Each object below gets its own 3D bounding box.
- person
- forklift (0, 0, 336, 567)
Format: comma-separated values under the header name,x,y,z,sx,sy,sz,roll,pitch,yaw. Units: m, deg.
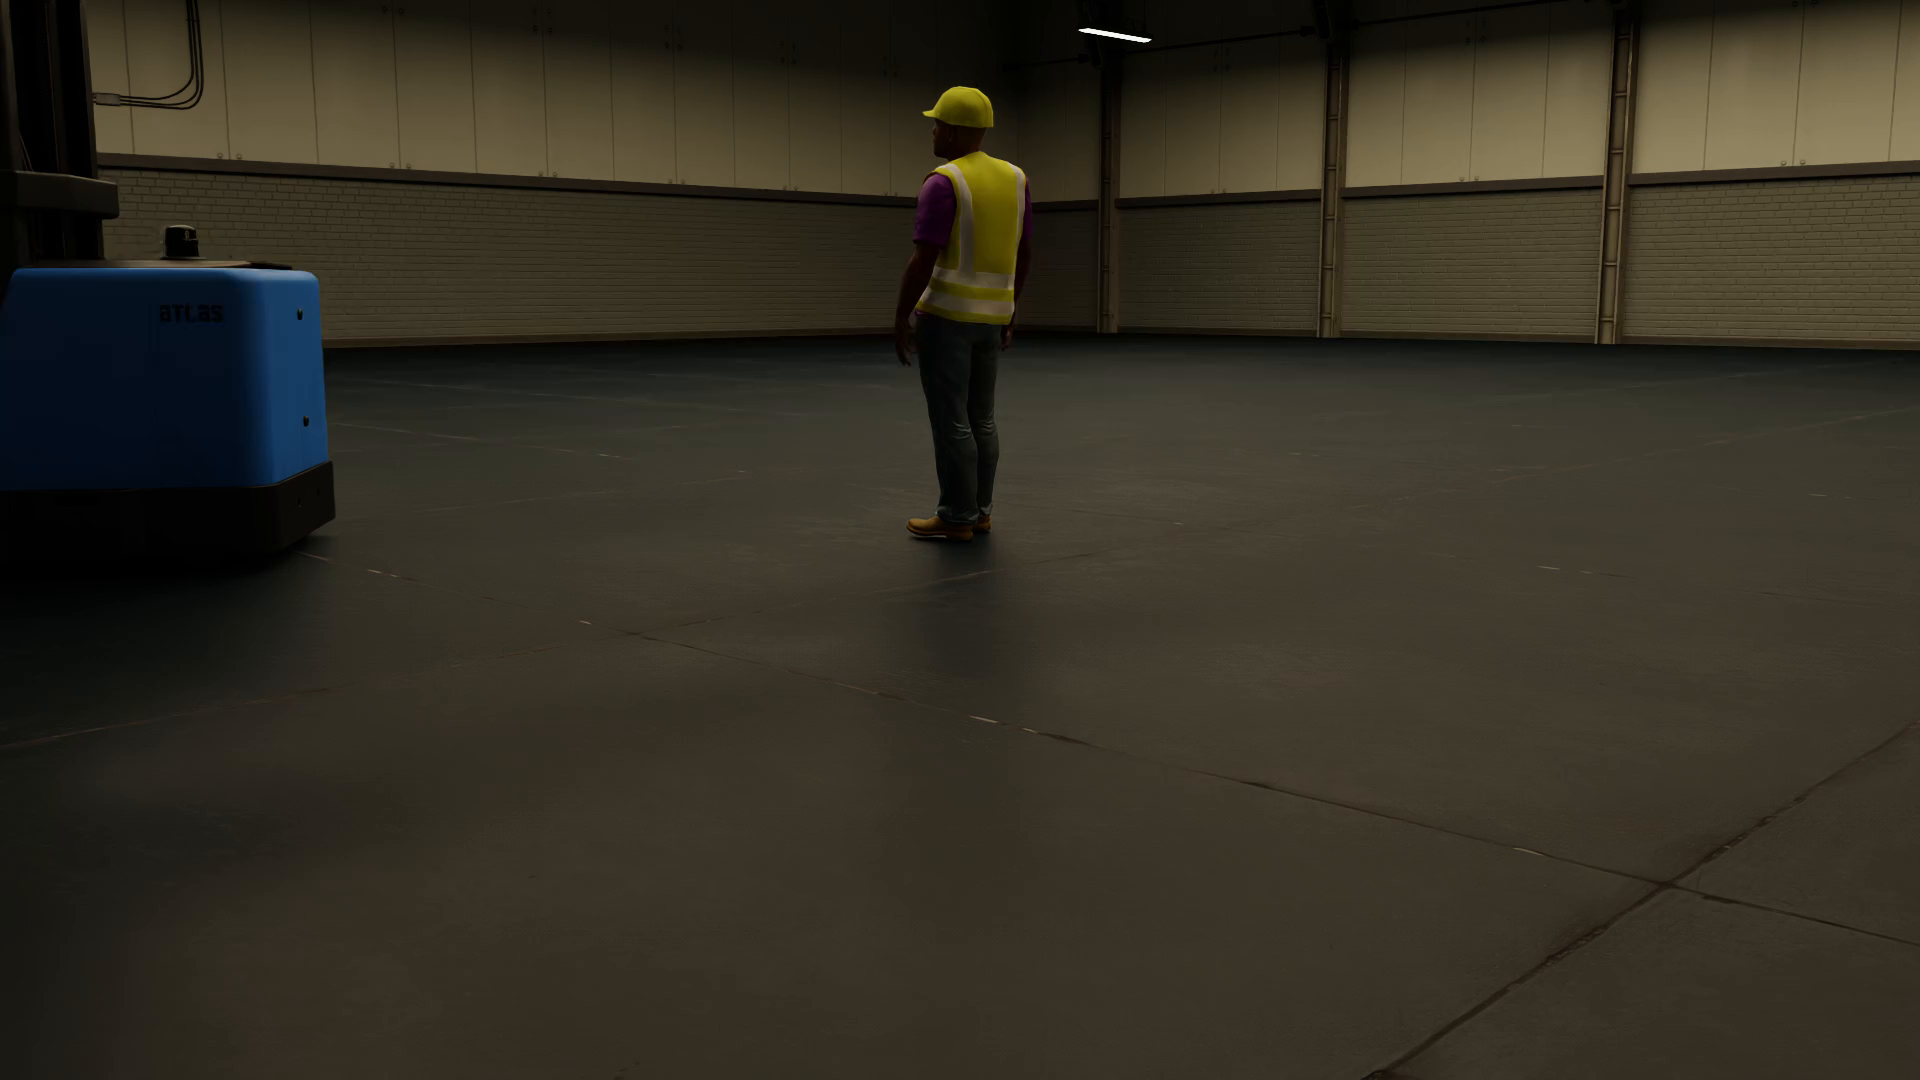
name,x,y,z,sx,sy,sz,roll,pitch,yaw
person,-0.046,-0.889,6.637,0.575,1.768,0.665,8,12,43
forklift,-4.005,-1.373,5.995,3.031,2.935,1.130,-1,9,-8
